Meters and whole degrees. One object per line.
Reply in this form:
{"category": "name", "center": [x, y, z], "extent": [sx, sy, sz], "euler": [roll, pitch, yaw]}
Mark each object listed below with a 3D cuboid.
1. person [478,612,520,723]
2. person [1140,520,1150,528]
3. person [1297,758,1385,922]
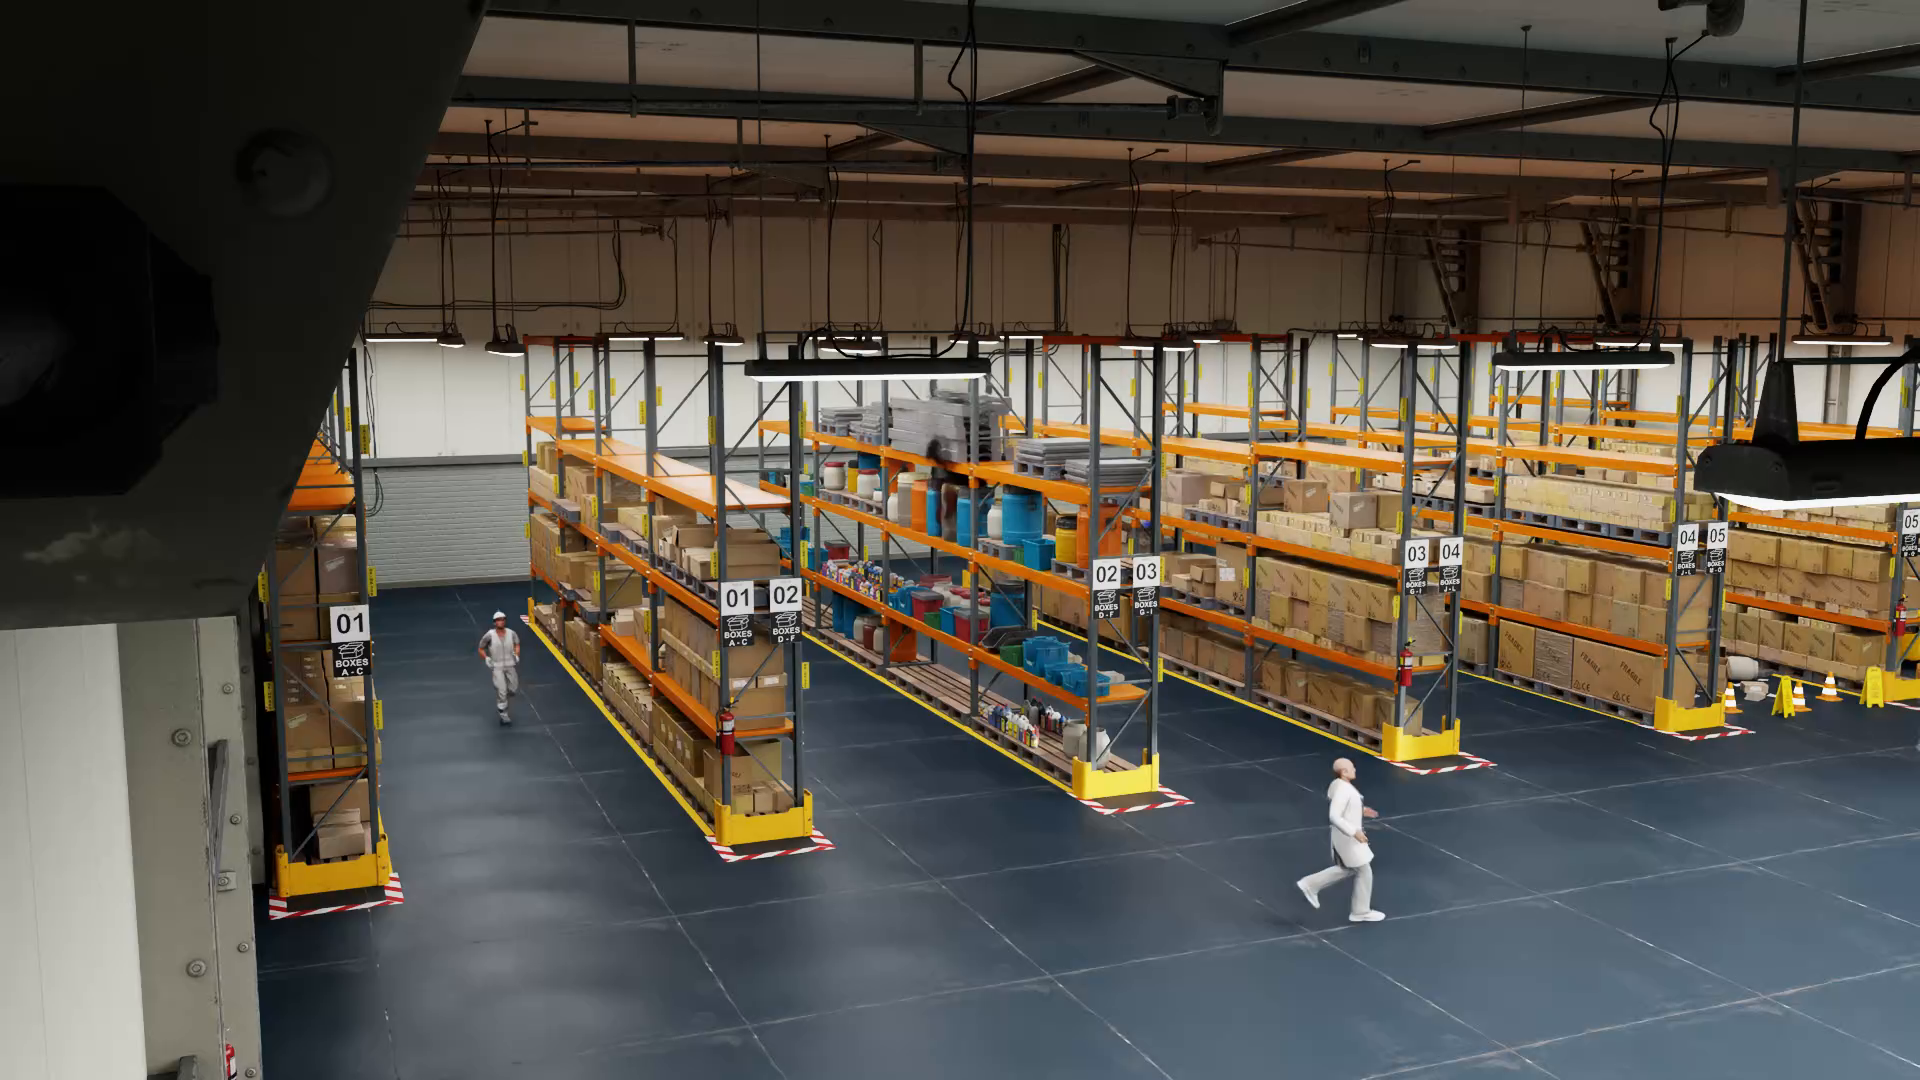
{"category": "person", "center": [-7.237, 1.992, 26.209], "extent": [0.657, 1.740, 0.673], "euler": [-5, 9, -32]}
{"category": "person", "center": [4.656, 0.021, 41.522], "extent": [0.578, 1.627, 0.580], "euler": [-4, 9, -30]}
{"category": "person", "center": [4.029, 3.154, 17.490], "extent": [0.916, 1.738, 0.720], "euler": [0, 8, 3]}
